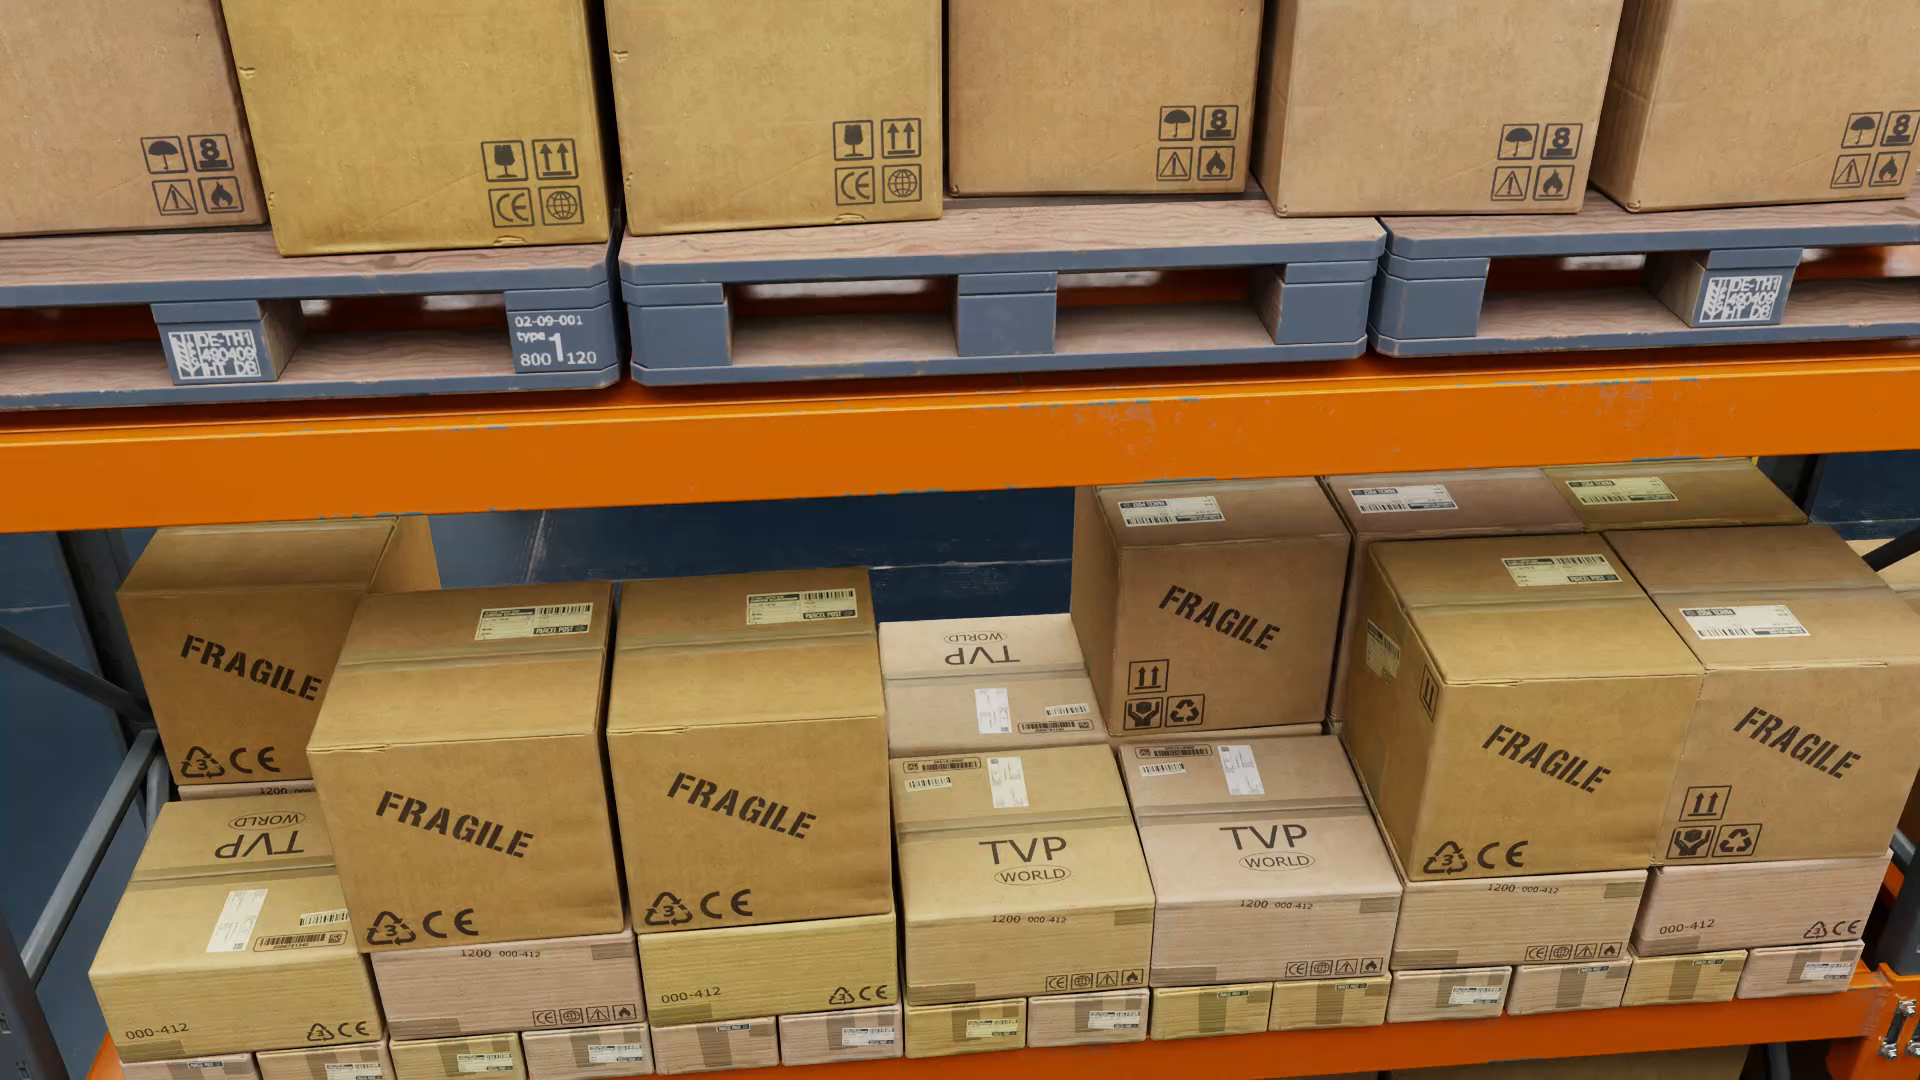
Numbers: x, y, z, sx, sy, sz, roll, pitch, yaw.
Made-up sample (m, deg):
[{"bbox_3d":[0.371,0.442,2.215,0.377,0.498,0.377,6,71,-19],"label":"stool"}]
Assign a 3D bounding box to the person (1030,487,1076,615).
[{"bbox_3d":[0.508,0.257,5.736,0.519,1.634,0.452,-3,31,-4],"label":"person"}]
